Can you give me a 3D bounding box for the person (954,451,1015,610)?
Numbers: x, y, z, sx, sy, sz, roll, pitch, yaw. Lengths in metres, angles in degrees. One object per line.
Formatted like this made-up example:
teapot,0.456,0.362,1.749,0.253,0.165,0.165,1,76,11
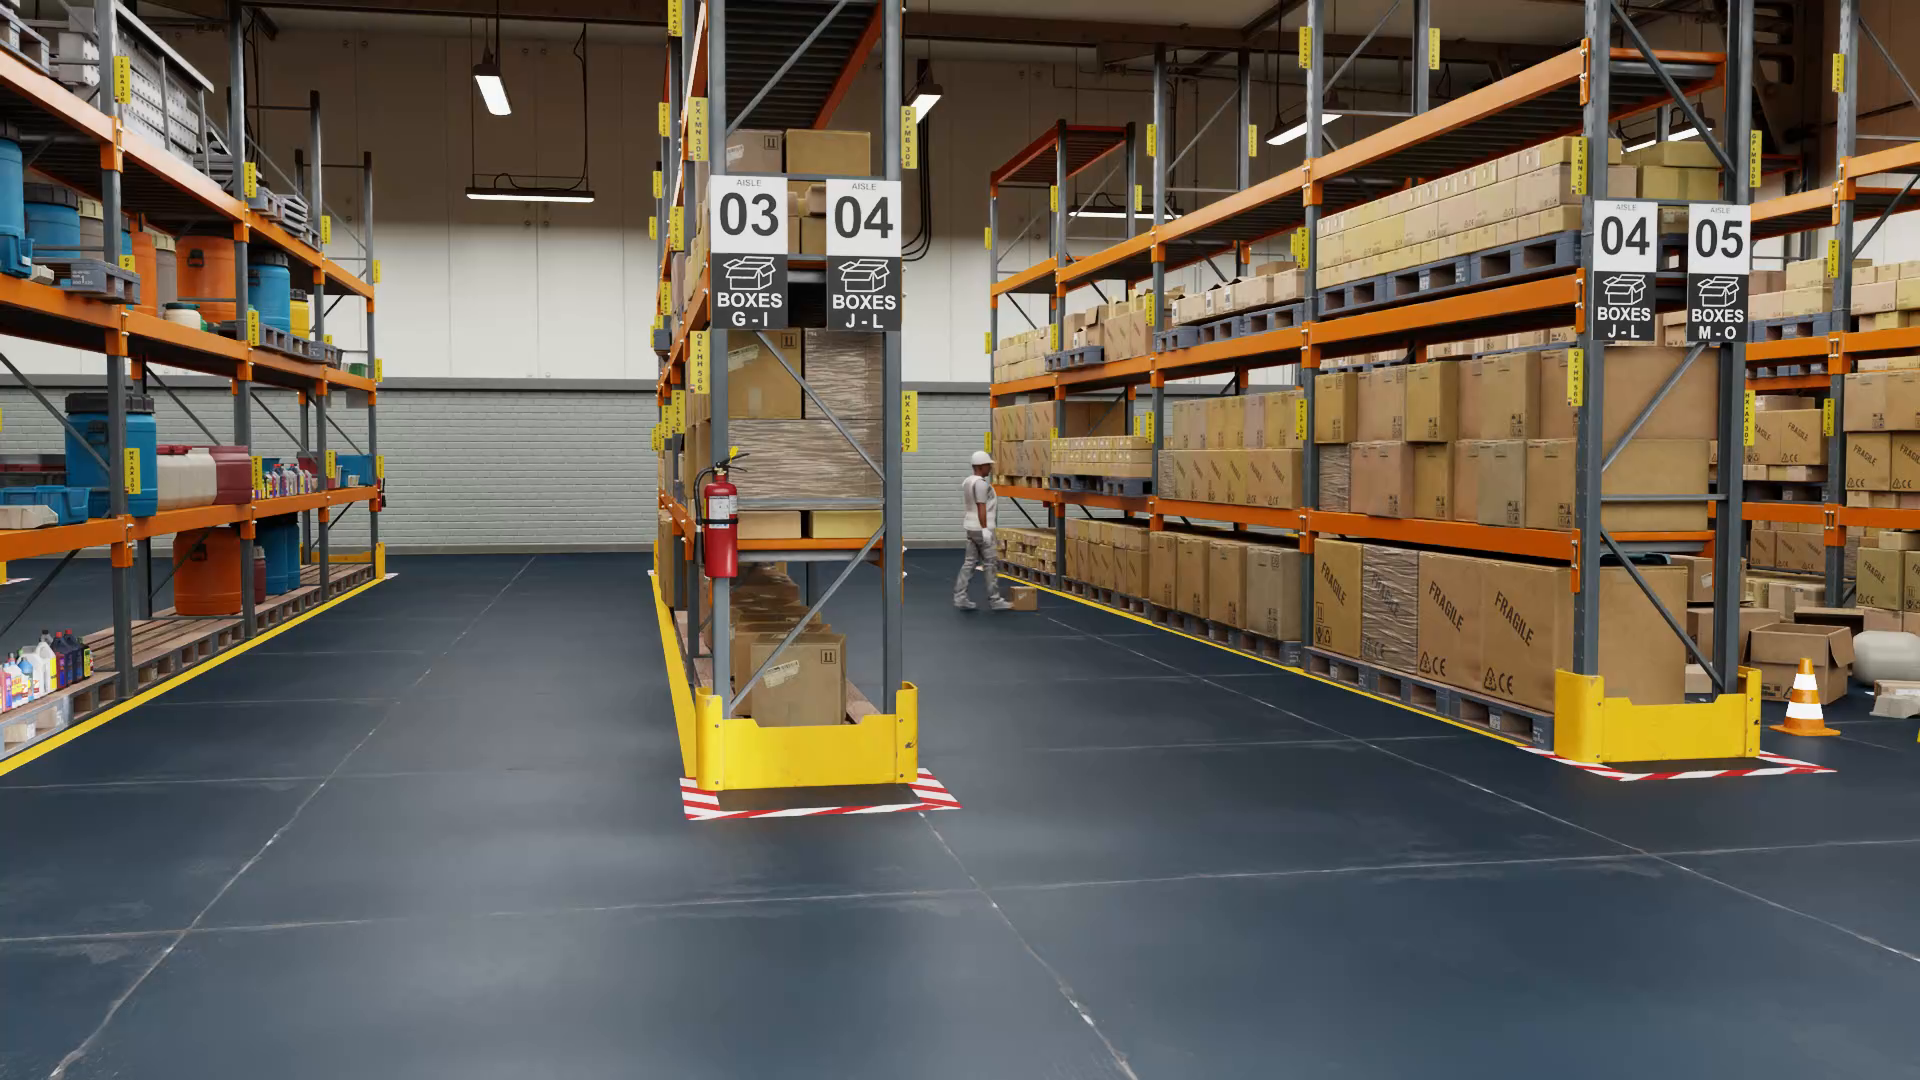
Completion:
person,0.277,-0.106,18.723,0.675,1.787,0.569,-1,3,-18
